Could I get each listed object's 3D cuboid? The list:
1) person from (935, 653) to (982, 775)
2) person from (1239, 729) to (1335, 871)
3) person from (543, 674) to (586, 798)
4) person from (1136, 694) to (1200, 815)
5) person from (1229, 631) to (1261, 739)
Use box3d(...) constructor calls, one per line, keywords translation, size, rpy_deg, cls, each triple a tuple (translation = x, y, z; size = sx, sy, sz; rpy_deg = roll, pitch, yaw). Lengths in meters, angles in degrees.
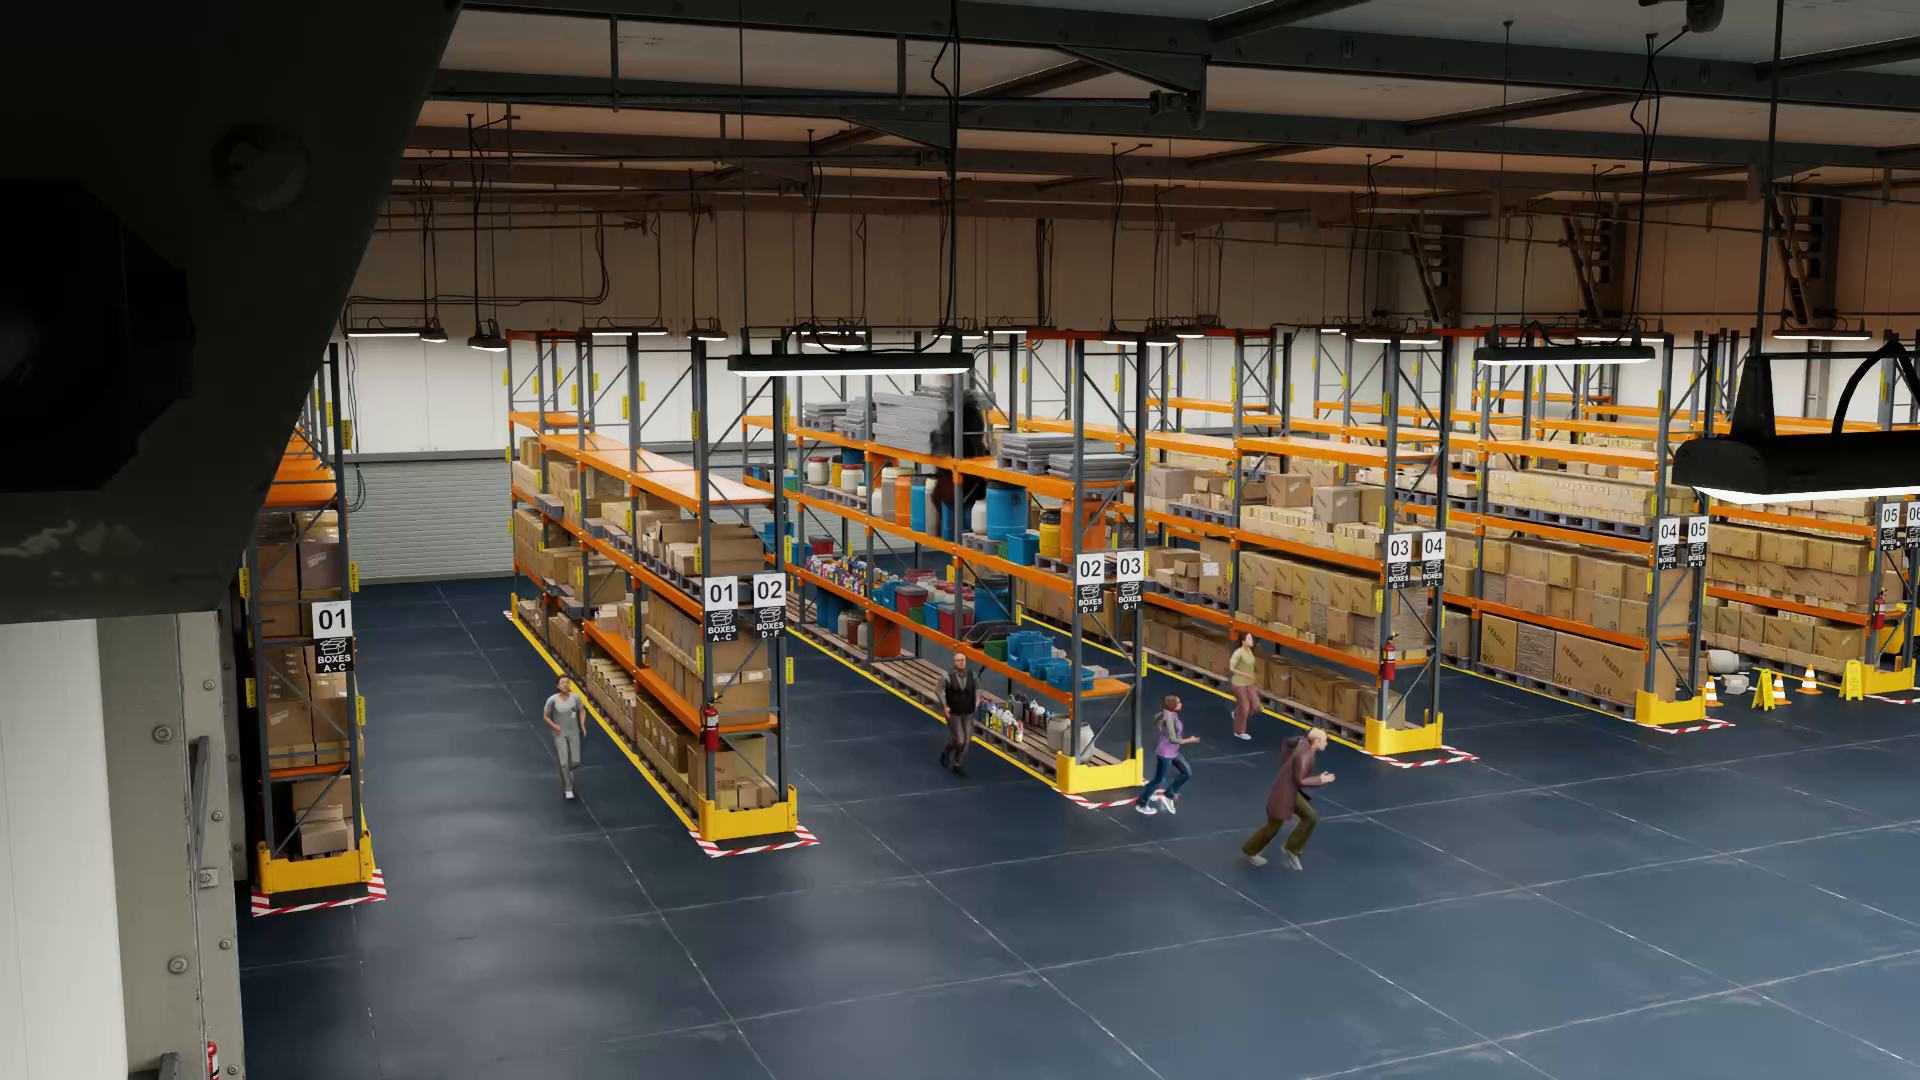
box3d(translation=(0.018, 2.395, 22.904), size=(0.651, 1.693, 0.607), rpy_deg=(-3, 8, -20), cls="person")
box3d(translation=(3.732, 2.963, 18.989), size=(1.058, 1.704, 0.748), rpy_deg=(2, 8, 15), cls="person")
box3d(translation=(-5.200, 2.564, 21.919), size=(0.565, 1.630, 0.572), rpy_deg=(-3, 8, -22), cls="person")
box3d(translation=(2.629, 2.694, 20.952), size=(0.794, 1.560, 0.546), rpy_deg=(2, 8, 15), cls="person")
box3d(translation=(4.226, 2.163, 24.795), size=(0.569, 1.642, 0.562), rpy_deg=(-8, 11, -44), cls="person")
